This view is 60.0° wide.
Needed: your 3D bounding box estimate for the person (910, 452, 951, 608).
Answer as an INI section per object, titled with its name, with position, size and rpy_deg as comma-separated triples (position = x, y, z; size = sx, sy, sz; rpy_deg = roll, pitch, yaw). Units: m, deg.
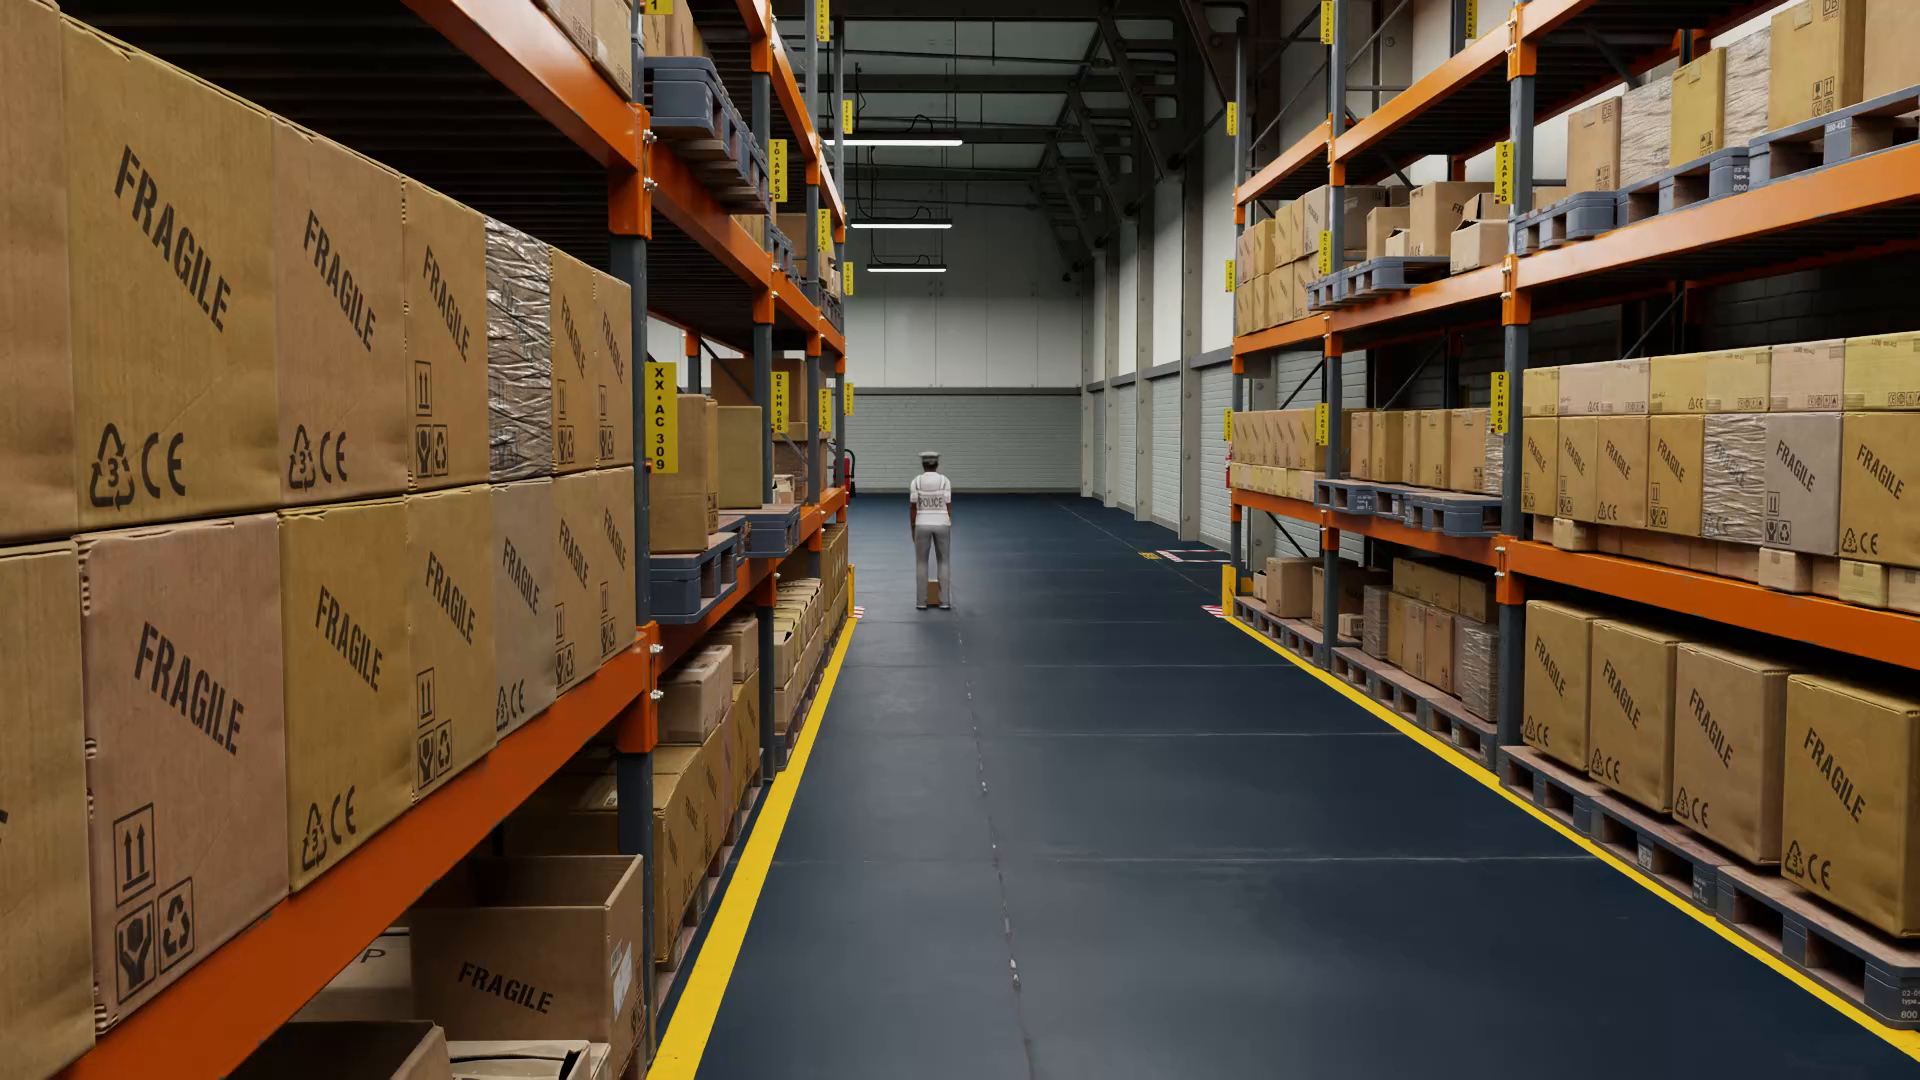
[person]
position = -0.312, -0.098, 17.546
size = 0.439, 1.658, 0.339
rpy_deg = 0, 4, 0
